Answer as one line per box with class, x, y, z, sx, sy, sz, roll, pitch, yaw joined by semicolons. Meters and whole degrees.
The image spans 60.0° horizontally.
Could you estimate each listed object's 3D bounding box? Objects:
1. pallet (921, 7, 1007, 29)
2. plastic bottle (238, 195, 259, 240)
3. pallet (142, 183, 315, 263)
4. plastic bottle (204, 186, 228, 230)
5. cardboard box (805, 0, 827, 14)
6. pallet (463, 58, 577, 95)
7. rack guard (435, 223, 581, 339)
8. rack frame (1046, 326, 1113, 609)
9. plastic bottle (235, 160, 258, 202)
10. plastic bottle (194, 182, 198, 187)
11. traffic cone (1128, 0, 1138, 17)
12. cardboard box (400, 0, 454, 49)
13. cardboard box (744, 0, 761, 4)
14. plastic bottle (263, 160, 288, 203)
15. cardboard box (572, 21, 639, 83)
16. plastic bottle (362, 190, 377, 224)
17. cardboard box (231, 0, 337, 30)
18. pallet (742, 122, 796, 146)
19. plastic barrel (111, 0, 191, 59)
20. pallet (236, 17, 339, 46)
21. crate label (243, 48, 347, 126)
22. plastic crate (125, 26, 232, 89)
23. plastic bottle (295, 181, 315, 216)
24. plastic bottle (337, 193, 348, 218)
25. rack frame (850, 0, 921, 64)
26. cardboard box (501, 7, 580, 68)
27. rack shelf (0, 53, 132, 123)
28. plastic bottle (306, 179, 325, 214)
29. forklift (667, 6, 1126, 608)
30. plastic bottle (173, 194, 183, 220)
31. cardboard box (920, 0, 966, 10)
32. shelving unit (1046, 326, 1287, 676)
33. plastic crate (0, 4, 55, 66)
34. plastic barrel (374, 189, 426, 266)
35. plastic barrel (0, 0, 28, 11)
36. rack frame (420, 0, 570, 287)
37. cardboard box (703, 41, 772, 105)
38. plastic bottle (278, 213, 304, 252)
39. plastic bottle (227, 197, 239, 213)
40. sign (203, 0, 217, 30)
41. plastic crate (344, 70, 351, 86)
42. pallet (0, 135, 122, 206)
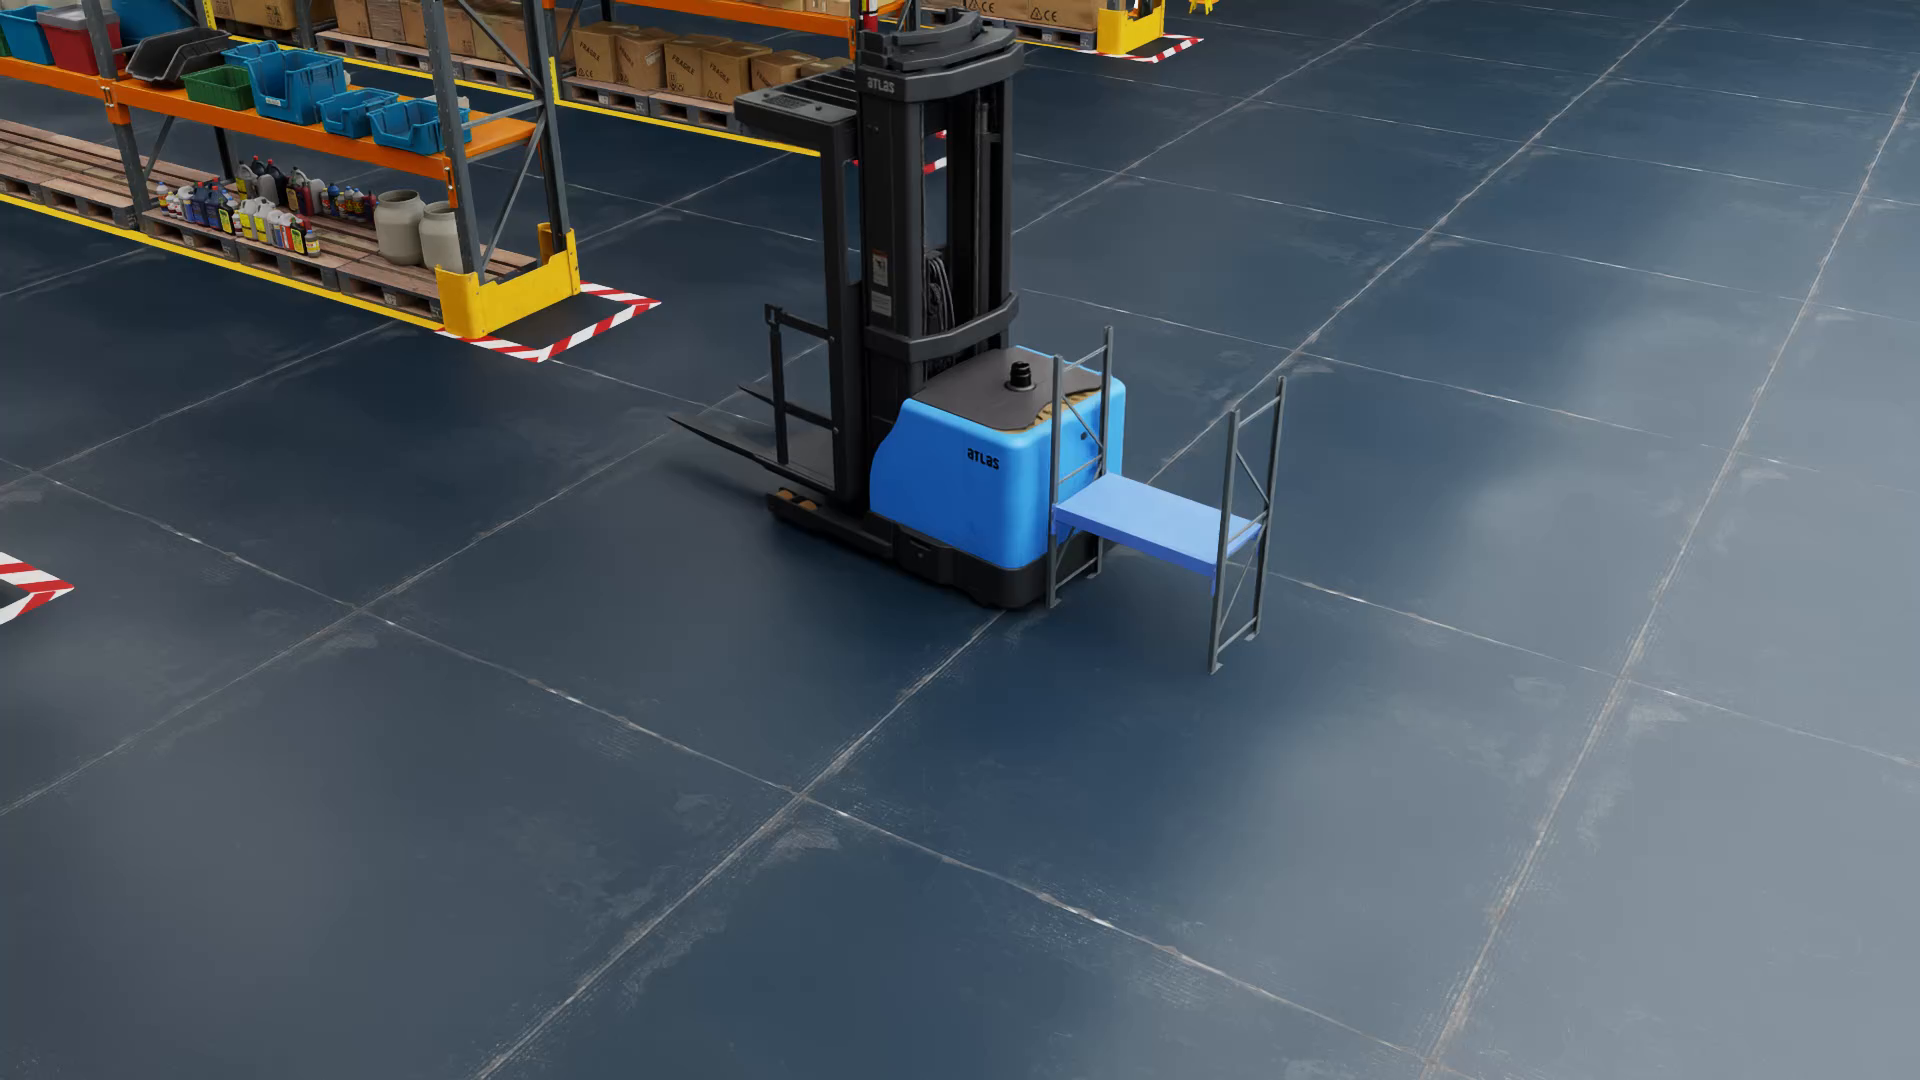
pallet;0.277;-6.569;20.801;1.213;0.211;1.003;18;35;27
plastic bottle;-5.736;-2.622;13.459;0.185;0.351;0.144;17;34;27
pallet;-6.172;-2.732;14.223;1.213;0.211;1.003;18;35;27
plastic bottle;-6.096;-2.736;13.655;0.185;0.351;0.144;16;34;25
cardboard box;-1.260;-5.123;15.804;0.250;0.149;0.380;18;35;27
pallet;-4.746;-5.251;18.541;1.213;0.211;1.003;18;35;27
rack guard;-3.420;-1.983;12.652;0.348;0.500;1.175;18;35;27
rack frame;0.635;-0.371;8.897;0.032;1.500;0.500;22;37;32
plastic bottle;-6.097;-3.068;14.225;0.185;0.351;0.144;18;35;27
plastic bottle;-6.337;-2.849;13.915;0.133;0.283;0.061;18;35;27
traffic cone;2.330;-6.918;21.150;0.334;0.463;0.336;18;35;27
cardboard box;-5.935;-5.966;19.044;0.500;0.500;0.700;21;36;31
cardboard box;-1.892;-5.326;16.152;0.250;0.149;0.380;18;35;27
plastic bottle;-5.857;-3.079;14.243;0.185;0.351;0.144;16;34;25
cardboard box;-3.768;-5.225;17.793;0.500;0.500;0.500;16;34;26
plastic bottle;-4.883;-2.766;13.774;0.133;0.283;0.061;18;35;28
cardboard box;-8.047;-6.777;20.081;0.875;0.875;1.225;16;34;25
pallet;-1.431;-4.225;16.782;1.213;0.211;1.003;18;35;27
plastic barrel;-6.885;-4.583;14.132;0.708;0.901;0.600;18;35;27
pallet;-8.101;-6.358;20.439;1.213;0.211;1.003;18;35;27
crate label;-5.033;-3.455;12.660;0.616;0.435;0.502;18;35;27
plastic crate;-6.343;-3.912;13.541;0.504;0.338;0.767;18;35;27
plastic bottle;-5.504;-2.872;13.955;0.133;0.283;0.061;18;35;27
plastic bottle;-5.160;-2.807;13.926;0.097;0.201;0.097;0;30;0
rack frame;-0.698;-5.176;15.646;0.127;3.000;1.000;18;35;27
cardboard box;-4.594;-5.532;18.299;0.500;0.500;0.700;15;33;24
rack shelf;-8.413;-4.359;14.959;4.000;0.370;1.077;18;35;27
plastic bottle;-5.448;-2.915;14.036;0.135;0.276;0.152;18;35;28
forklift;-0.521;-1.511;9.431;3.031;2.935;1.130;23;38;34
plastic bottle;-6.509;-2.788;13.893;0.097;0.201;0.097;0;30;0
cardboard box;-0.102;-7.163;20.743;0.875;0.875;0.875;18;35;28
shelving unit;1.036;-0.213;8.626;1.048;1.500;0.538;22;37;32
plastic crate;-7.818;-4.290;14.142;0.575;0.384;0.392;18;35;27
plastic barrel;-4.353;-2.447;13.020;0.421;0.512;0.421;0;30;0
plastic barrel;-8.400;-4.855;14.960;0.433;0.535;0.433;0;30;0
rack frame;-3.331;-3.062;12.022;0.127;3.000;1.000;18;35;27
cardboard box;-2.262;-4.773;17.019;0.500;0.500;0.500;21;36;32
plastic bottle;-5.318;-2.460;13.256;0.135;0.276;0.152;18;35;28
plastic bottle;-5.951;-2.678;13.634;0.097;0.271;0.097;0;30;0
sign;-6.417;-4.485;14.187;0.005;0.325;0.100;18;35;27
plastic crate;-5.209;-3.693;13.365;0.437;0.136;0.530;18;35;27
pallet;-8.442;-3.449;15.453;1.213;0.211;1.003;18;35;27
